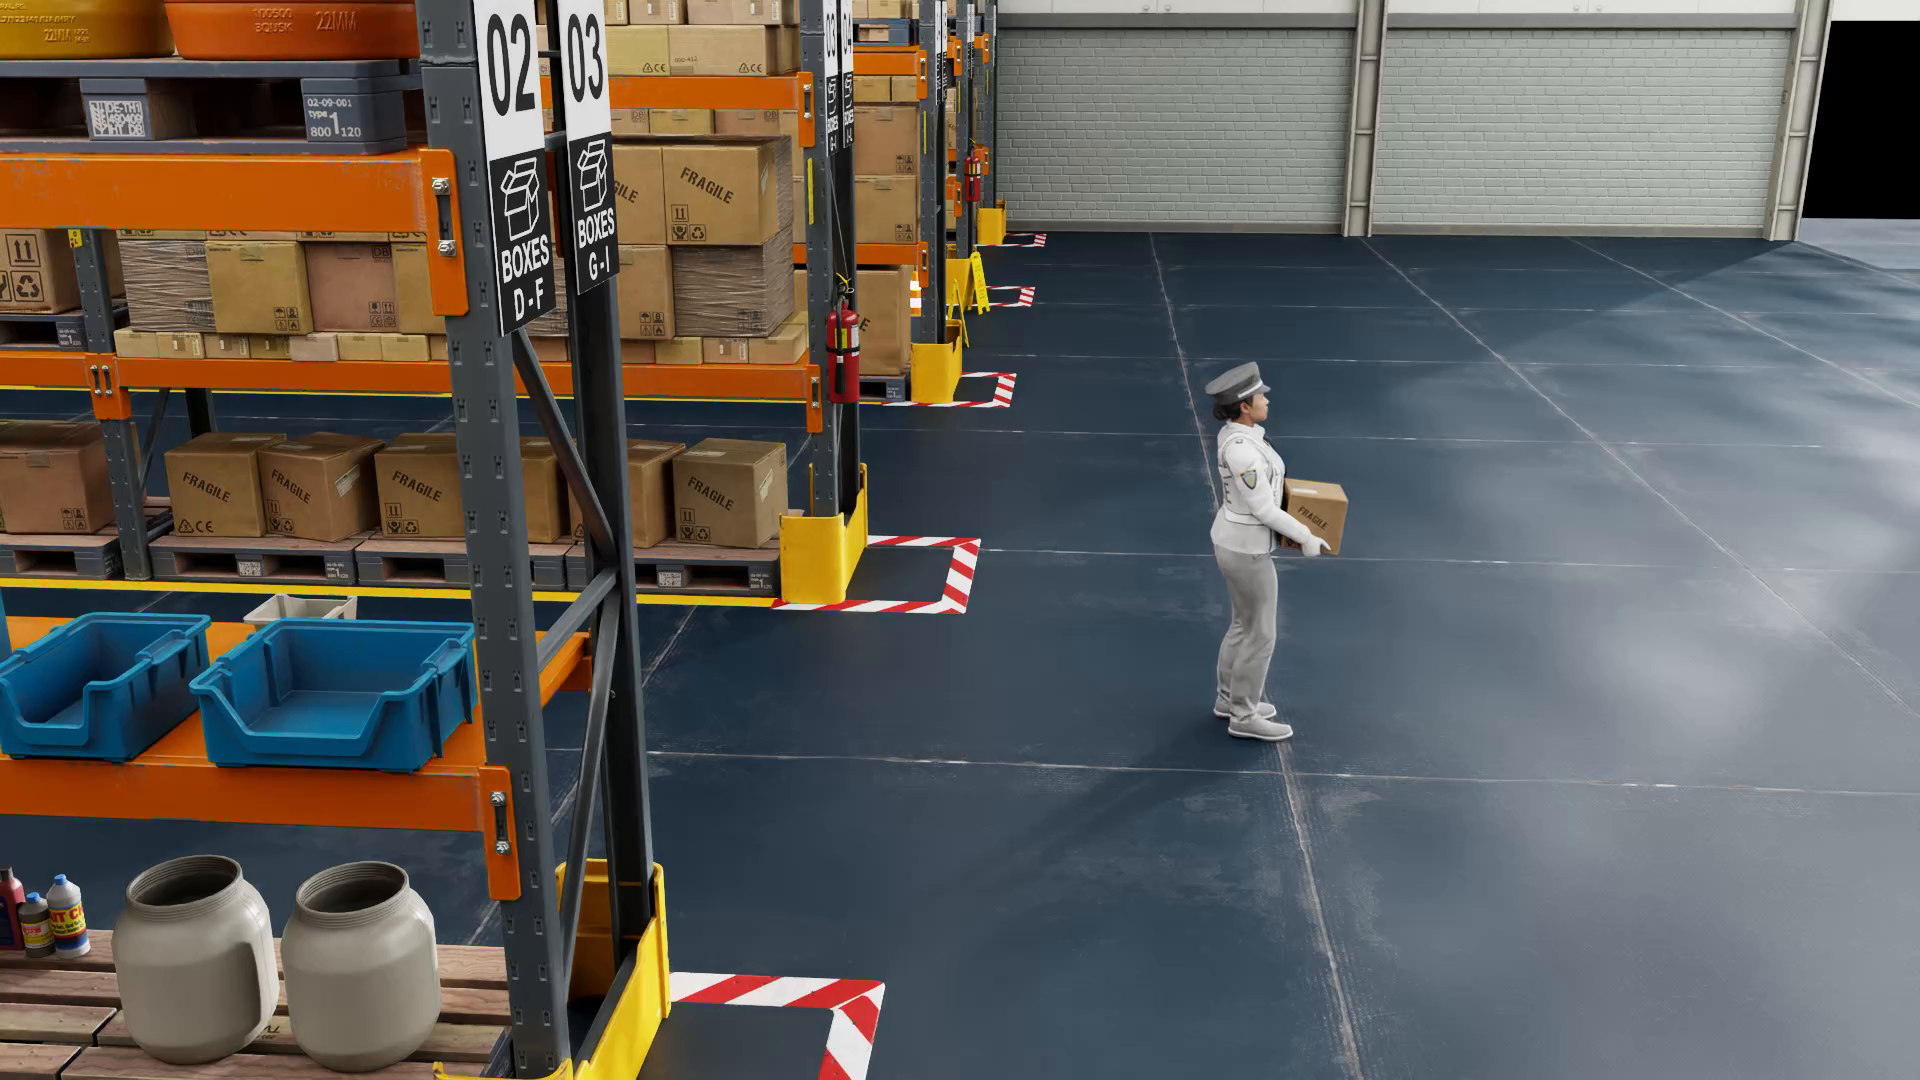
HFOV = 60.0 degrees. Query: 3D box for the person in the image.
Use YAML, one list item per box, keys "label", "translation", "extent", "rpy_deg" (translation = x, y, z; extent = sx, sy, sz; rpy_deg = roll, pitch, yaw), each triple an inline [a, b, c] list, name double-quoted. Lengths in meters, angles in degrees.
- label: "person"
  translation: [1.335, 0.047, 7.356]
  extent: [0.555, 1.687, 0.461]
  rpy_deg: [1, 18, 4]
